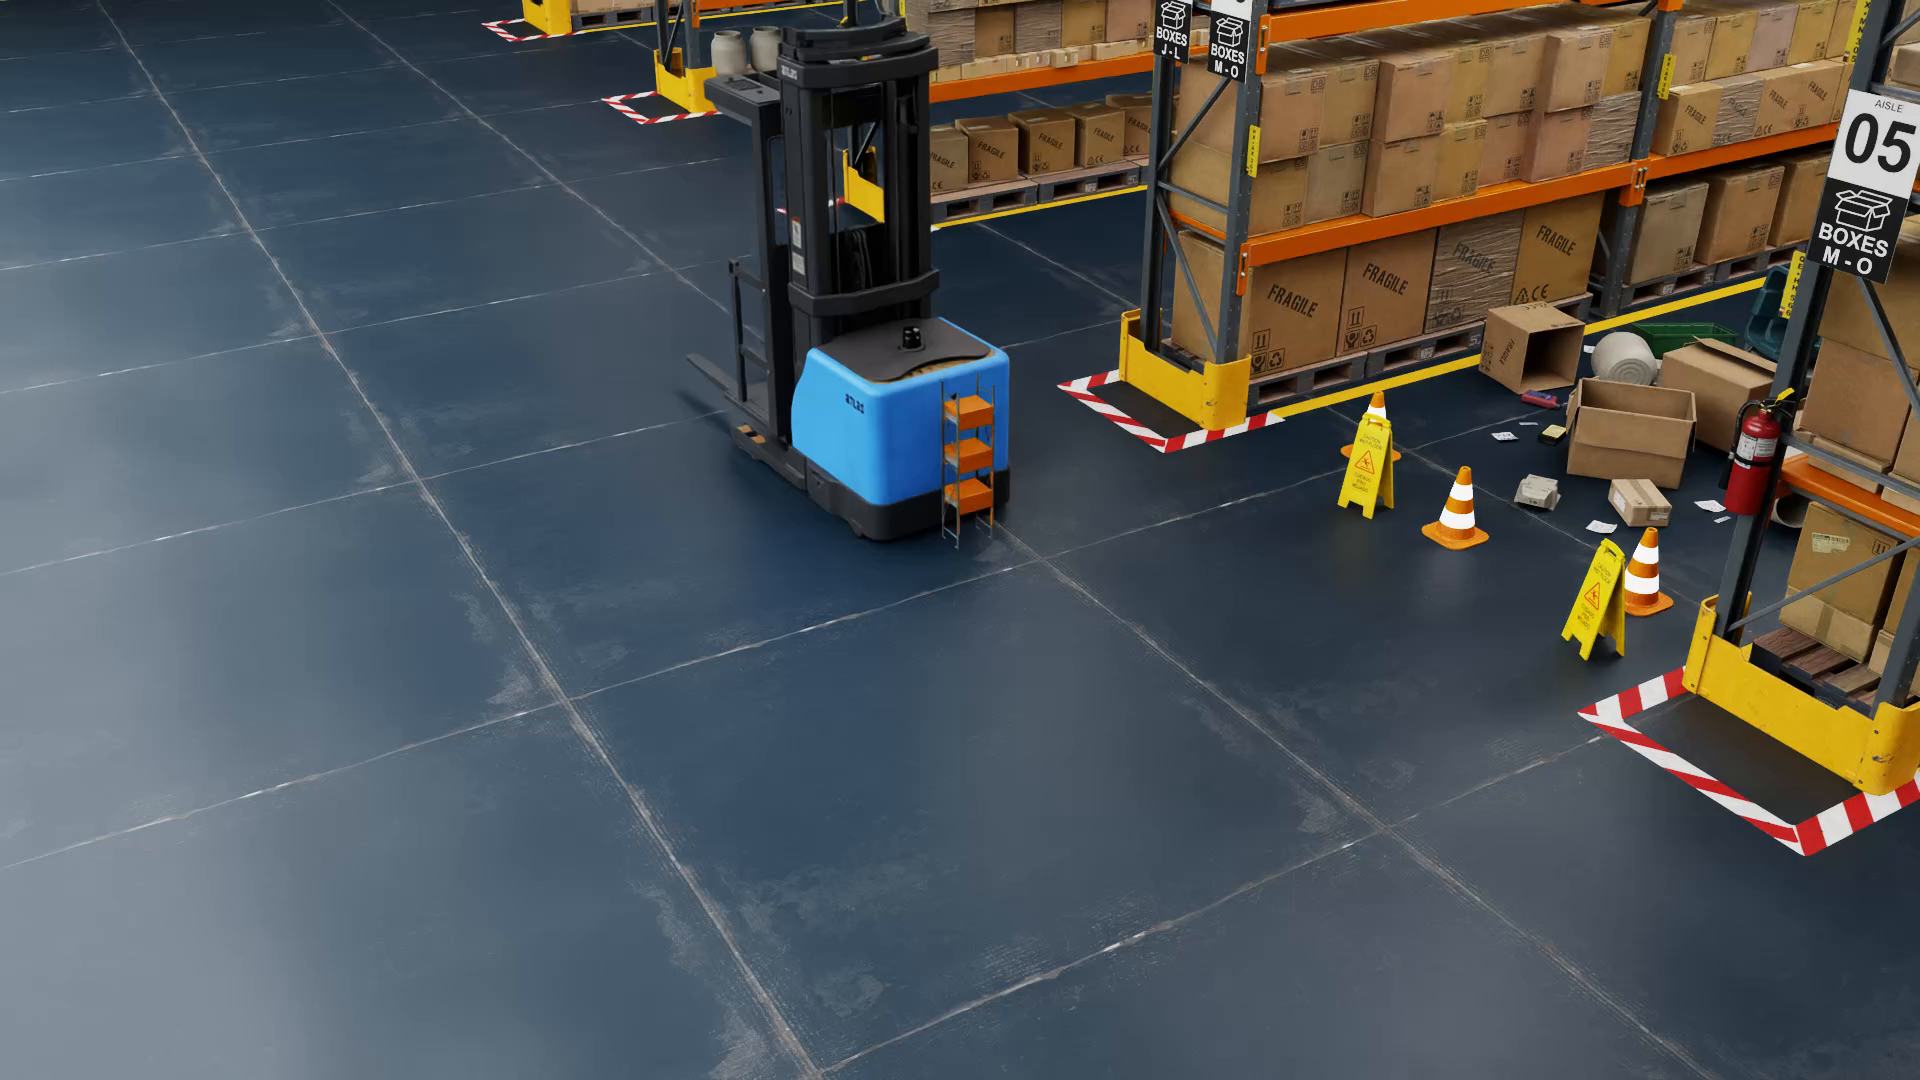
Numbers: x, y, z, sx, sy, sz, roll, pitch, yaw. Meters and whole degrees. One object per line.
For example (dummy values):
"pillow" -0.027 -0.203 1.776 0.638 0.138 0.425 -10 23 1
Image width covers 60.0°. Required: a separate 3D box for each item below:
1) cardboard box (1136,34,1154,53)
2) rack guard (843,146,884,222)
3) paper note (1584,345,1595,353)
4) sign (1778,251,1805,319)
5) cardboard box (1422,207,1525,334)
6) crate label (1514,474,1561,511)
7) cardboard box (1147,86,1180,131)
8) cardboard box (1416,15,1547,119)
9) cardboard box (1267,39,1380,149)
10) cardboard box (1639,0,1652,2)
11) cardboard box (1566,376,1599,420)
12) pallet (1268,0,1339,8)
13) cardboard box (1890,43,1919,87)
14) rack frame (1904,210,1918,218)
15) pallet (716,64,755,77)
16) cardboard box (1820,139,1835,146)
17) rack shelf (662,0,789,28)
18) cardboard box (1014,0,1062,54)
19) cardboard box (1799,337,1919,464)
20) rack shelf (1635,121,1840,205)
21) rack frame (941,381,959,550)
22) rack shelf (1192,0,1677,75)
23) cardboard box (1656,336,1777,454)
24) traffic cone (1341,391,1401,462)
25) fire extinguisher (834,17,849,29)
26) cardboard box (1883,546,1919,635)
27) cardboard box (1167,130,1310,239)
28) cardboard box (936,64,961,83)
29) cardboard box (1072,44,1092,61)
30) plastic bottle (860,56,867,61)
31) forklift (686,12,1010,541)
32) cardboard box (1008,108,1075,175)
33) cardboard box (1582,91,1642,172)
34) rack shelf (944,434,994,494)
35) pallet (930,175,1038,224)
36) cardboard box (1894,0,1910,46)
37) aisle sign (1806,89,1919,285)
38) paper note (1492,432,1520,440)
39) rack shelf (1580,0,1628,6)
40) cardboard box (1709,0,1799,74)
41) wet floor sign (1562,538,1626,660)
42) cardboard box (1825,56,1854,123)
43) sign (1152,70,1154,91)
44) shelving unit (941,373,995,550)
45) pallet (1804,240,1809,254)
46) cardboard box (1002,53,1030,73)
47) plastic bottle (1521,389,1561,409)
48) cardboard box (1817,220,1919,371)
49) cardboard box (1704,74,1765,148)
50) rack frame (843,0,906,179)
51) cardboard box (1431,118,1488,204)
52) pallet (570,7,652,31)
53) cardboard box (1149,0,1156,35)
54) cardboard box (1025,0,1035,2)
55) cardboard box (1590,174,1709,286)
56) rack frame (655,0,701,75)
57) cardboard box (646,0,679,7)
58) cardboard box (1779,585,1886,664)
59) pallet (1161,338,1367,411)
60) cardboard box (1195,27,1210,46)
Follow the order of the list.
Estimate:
"cardboard box" 1.720 -4.939 16.453 0.250 0.149 0.380 -16 33 -26
"rack guard" -0.719 -3.376 15.949 0.348 0.500 1.175 -16 33 -26
"paper note" 4.969 -1.499 13.032 0.147 0.020 0.142 10 30 17
"sign" 3.972 -1.205 7.902 0.005 0.325 0.100 -16 33 -26
"cardboard box" 3.737 -2.247 13.080 0.875 0.875 0.875 -16 33 -26
"crate label" 3.744 -0.311 10.769 0.250 0.136 0.298 15 32 26
"cardboard box" 2.299 -4.440 17.441 0.500 0.500 0.500 -17 33 -28
"cardboard box" 3.803 -3.545 12.394 0.550 0.550 0.875 -16 33 -26
"cardboard box" 2.408 -3.147 11.674 0.550 0.550 0.875 -16 33 -26
"cardboard box" 8.250 -6.259 20.350 0.875 0.875 1.225 -17 33 -28
"cardboard box" 4.541 -0.955 11.805 0.258 0.266 0.396 -10 30 -18
"pallet" 2.275 -3.822 11.156 1.213 0.211 1.003 -16 33 -26
"cardboard box" 4.378 -2.082 7.347 0.250 0.149 0.380 -16 32 -26
"rack frame" 8.538 -4.320 15.071 0.127 3.000 1.000 -16 33 -26
"pallet" -2.549 -5.529 20.149 1.213 0.211 1.003 -16 33 -26
"cardboard box" 7.968 -3.407 15.311 0.750 0.750 1.050 -16 33 -27
"rack shelf" -1.570 -6.690 20.111 4.000 0.370 1.077 -16 33 -26
"cardboard box" 0.526 -5.026 15.940 0.500 0.500 0.875 -16 33 -26
"cardboard box" 4.564 -0.746 8.183 0.500 0.500 0.500 -16 33 -27
"rack shelf" 6.814 -3.515 14.358 4.000 0.370 1.077 -16 33 -26
"rack frame" -0.059 -0.443 10.064 0.008 1.050 0.200 -16 33 -26
"rack shelf" 3.365 -3.849 11.859 4.000 0.370 1.077 -16 33 -26
"cardboard box" 5.270 -1.007 11.512 0.503 0.637 0.797 -16 33 -26
"traffic cone" 2.818 -0.789 11.299 0.334 0.463 0.336 -16 33 -26
"fire extinguisher" -1.117 -4.582 15.627 0.183 0.674 0.296 -16 33 -26
"cardboard box" 5.091 0.279 8.372 0.500 0.500 0.500 -17 33 -28
"cardboard box" 1.938 -2.537 11.685 0.550 0.550 0.875 -16 33 -26
"cardboard box" -0.193 -4.366 15.415 0.250 0.149 0.380 -16 33 -26
"cardboard box" 1.072 -4.756 16.122 0.250 0.149 0.380 -16 33 -26
"plastic bottle" -1.191 -5.936 20.368 0.097 0.271 0.097 0 29 0
"forklift" -0.918 -1.944 10.837 1.130 2.935 3.031 -18 34 -29
"cardboard box" 0.809 -3.994 16.633 0.500 0.500 0.500 -13 31 -22
"cardboard box" 4.777 -3.311 13.088 0.550 0.550 0.875 -16 33 -26
"rack shelf" 0.046 -0.463 10.123 0.240 0.259 0.215 -16 33 -26
"pallet" -0.001 -3.434 16.352 1.213 0.211 1.003 -16 33 -26
"cardboard box" 7.711 -4.571 14.388 0.500 0.500 0.700 -16 33 -27
"aisle sign" 4.035 -1.568 7.394 0.004 0.787 0.394 -16 33 -26
"paper note" 3.817 -0.727 11.636 0.142 0.017 0.144 -5 29 -9
"rack shelf" 7.837 -6.585 19.921 4.000 0.370 1.077 -16 33 -26
"cardboard box" 6.393 -4.196 13.709 0.500 0.500 0.700 -16 32 -26
"wet floor sign" 3.530 0.308 9.123 0.232 0.644 0.267 -5 29 -9
"cardboard box" 7.424 -3.897 14.202 0.500 0.500 0.500 -16 33 -27
"sign" 1.378 -3.201 11.601 0.005 0.325 0.100 -16 33 -26
"shelving unit" 0.046 -0.473 10.118 0.252 1.050 0.215 -16 33 -26
"pallet" 7.820 -2.937 15.452 1.213 0.211 1.003 -16 33 -26
"cardboard box" 0.454 -4.549 15.747 0.250 0.149 0.380 -16 33 -26
"plastic bottle" 4.258 -1.020 12.134 0.283 0.061 0.133 22 36 34
"cardboard box" 4.565 -1.152 7.884 0.500 0.500 0.700 -17 33 -28
"cardboard box" 6.114 -3.525 13.527 0.500 0.500 0.500 -16 32 -26
"rack frame" -0.785 -4.452 15.311 0.127 3.000 1.000 -16 33 -26
"cardboard box" 3.383 -2.912 12.365 0.500 0.550 0.875 -16 33 -26
"pallet" -5.162 -7.564 23.835 1.213 0.211 1.003 -16 33 -26
"cardboard box" 1.796 -5.413 16.641 0.500 0.500 0.875 -16 33 -26
"cardboard box" 0.692 -5.328 15.451 0.500 0.500 0.500 -16 33 -26
"cardboard box" 5.579 -2.729 14.082 0.750 0.750 1.050 -16 33 -27
"rack frame" -3.294 -6.516 19.050 0.127 3.000 1.000 -16 33 -26
"cardboard box" -4.365 -7.845 23.870 0.500 0.250 0.500 -16 33 -26
"cardboard box" 4.817 0.380 8.966 0.500 0.250 0.500 -16 33 -27
"pallet" 2.291 -1.369 12.610 1.213 0.211 1.003 -16 33 -26
"cardboard box" 2.407 -5.089 16.725 0.250 0.149 0.380 -16 33 -26
